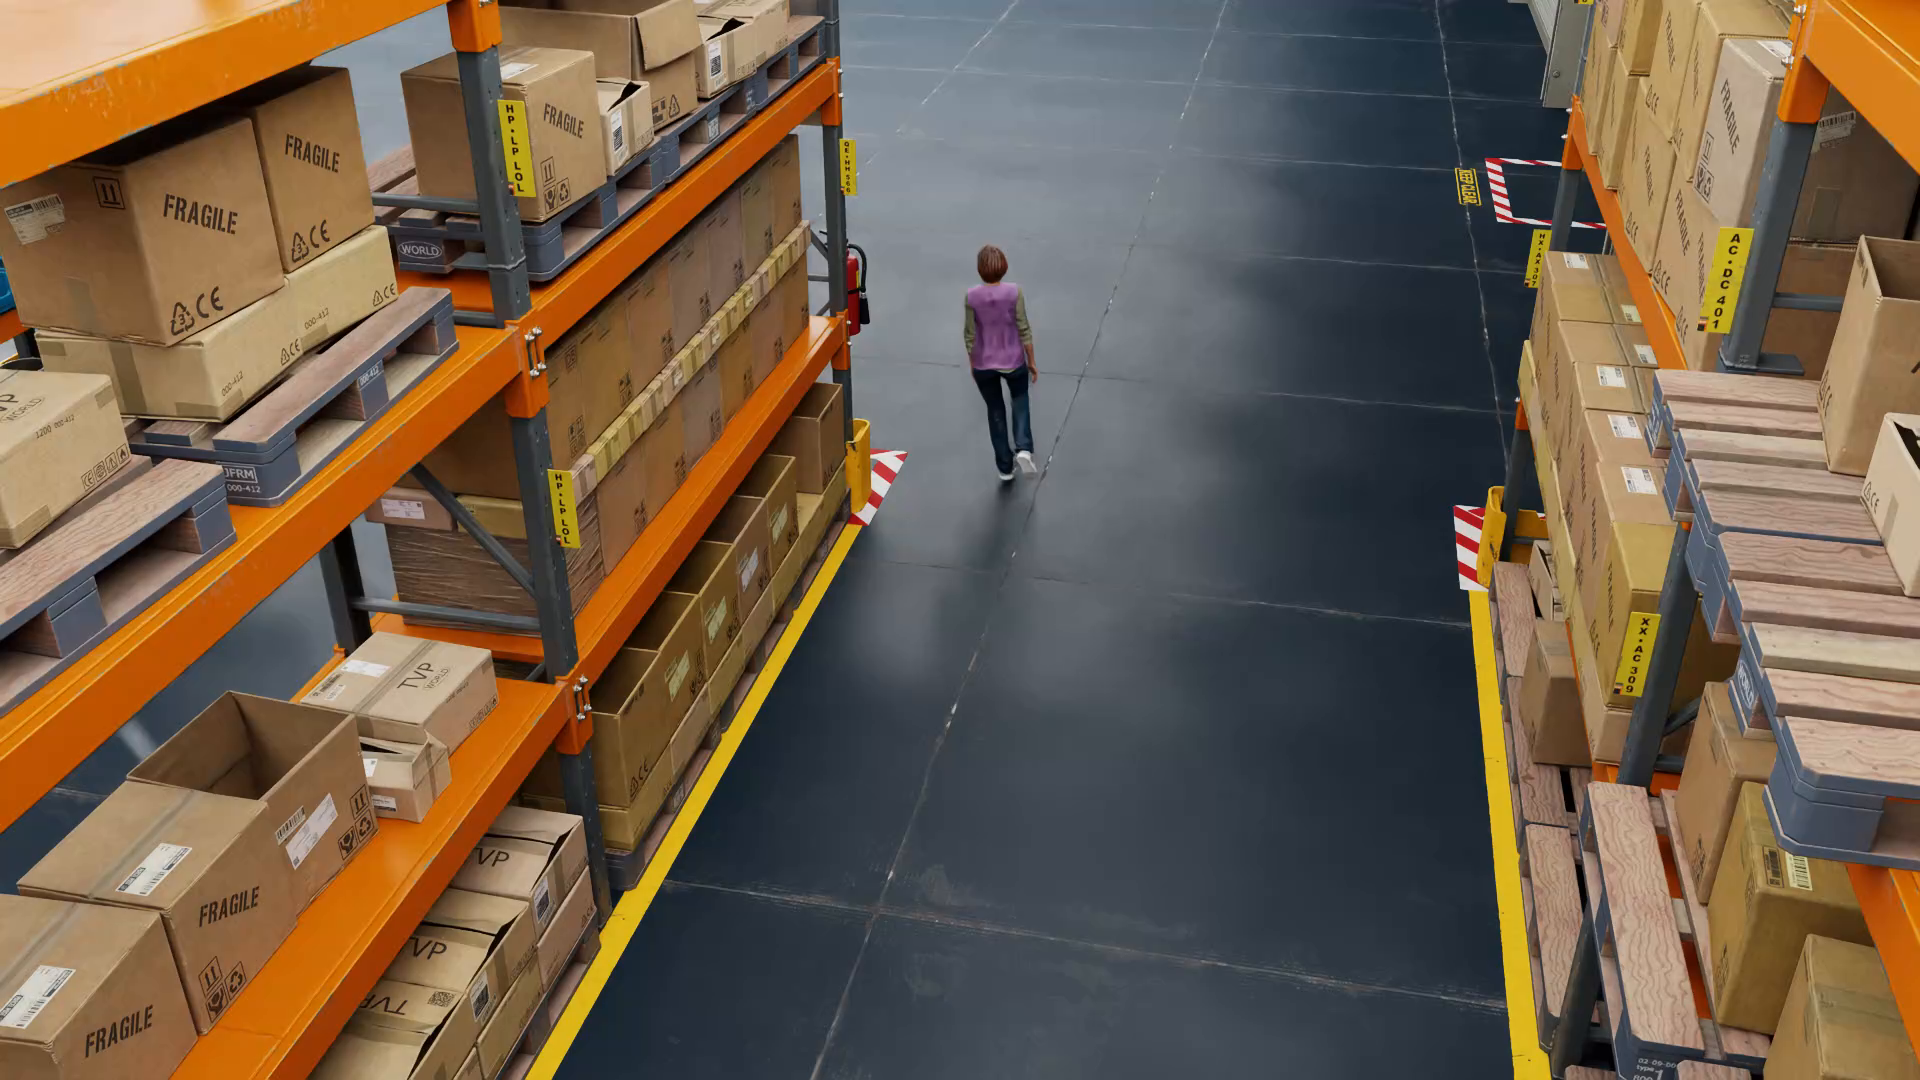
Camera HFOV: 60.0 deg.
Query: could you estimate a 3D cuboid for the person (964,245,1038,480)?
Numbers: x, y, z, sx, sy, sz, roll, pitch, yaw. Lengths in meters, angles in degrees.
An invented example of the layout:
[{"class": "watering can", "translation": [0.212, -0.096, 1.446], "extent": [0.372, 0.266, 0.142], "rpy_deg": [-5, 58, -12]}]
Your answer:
[{"class": "person", "translation": [0.261, -1.129, 10.598], "extent": [0.479, 1.581, 0.411], "rpy_deg": [0, 29, -1]}]
